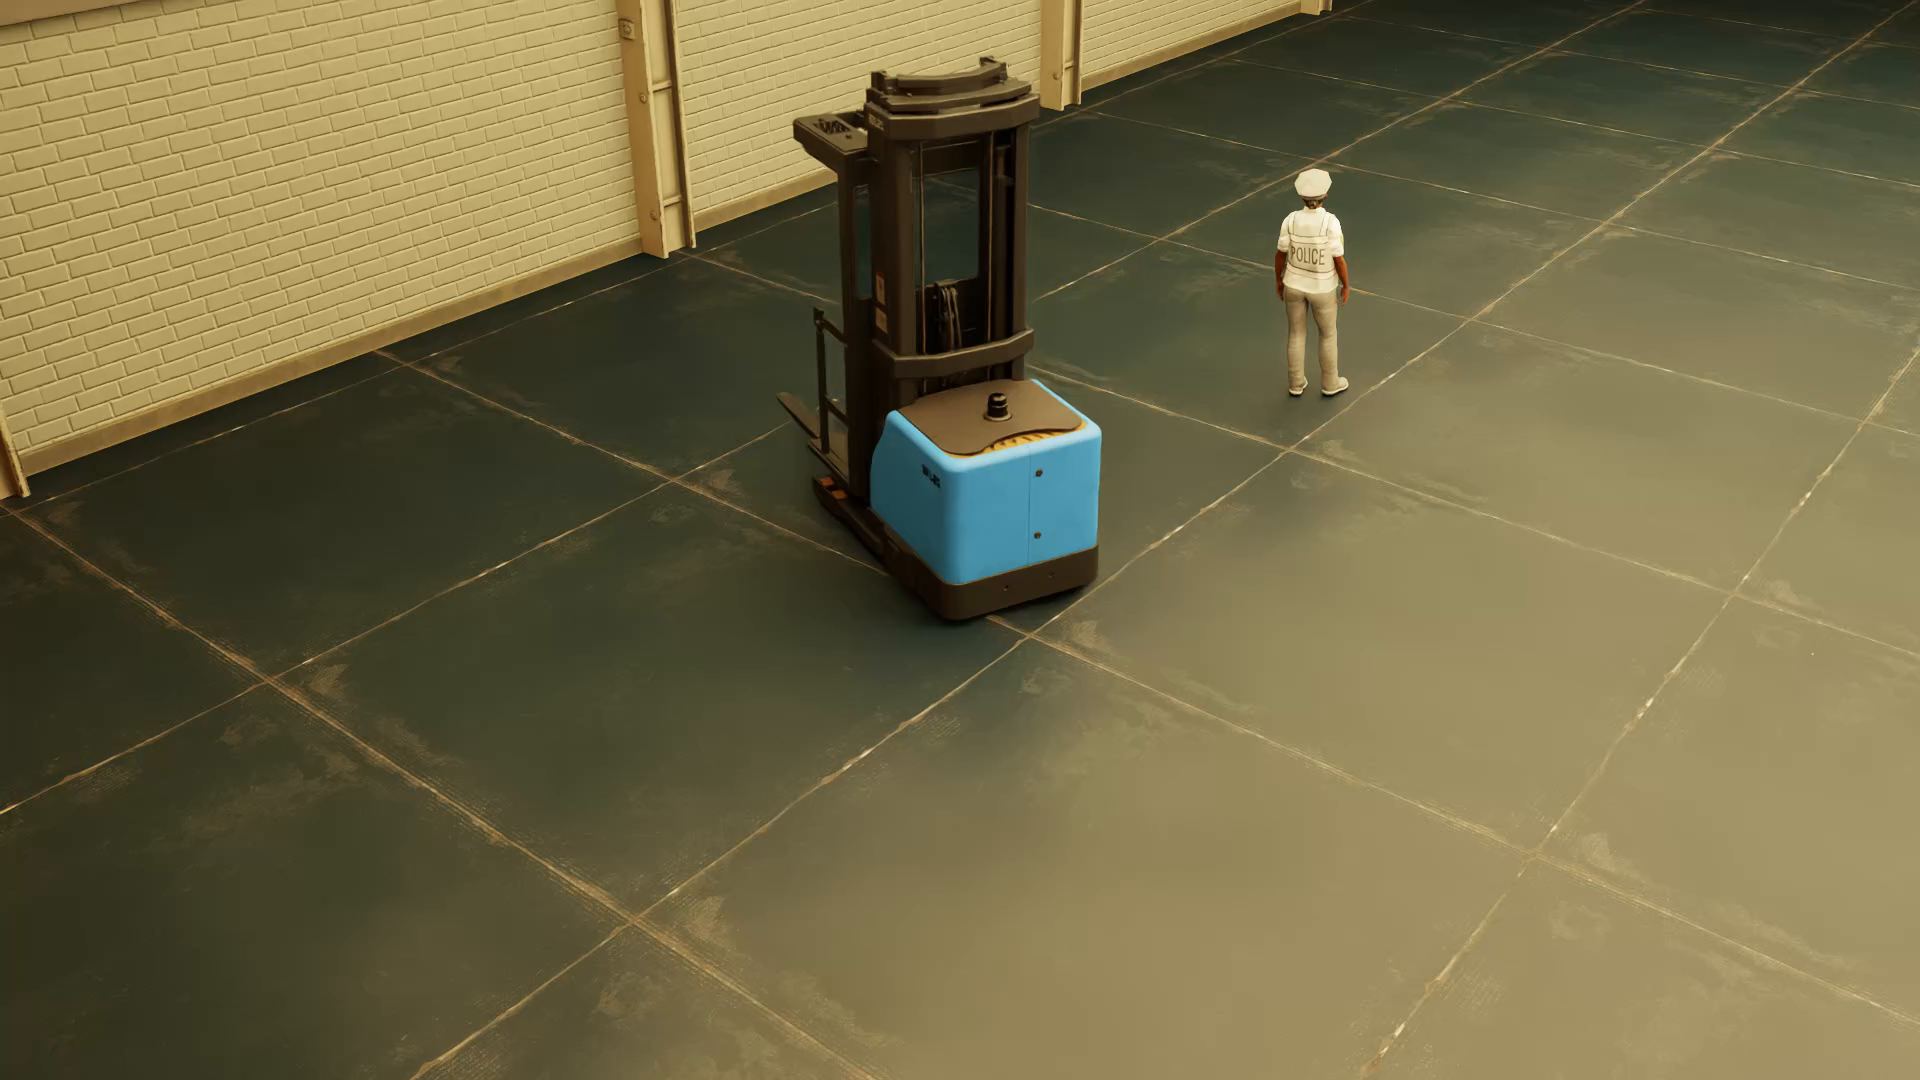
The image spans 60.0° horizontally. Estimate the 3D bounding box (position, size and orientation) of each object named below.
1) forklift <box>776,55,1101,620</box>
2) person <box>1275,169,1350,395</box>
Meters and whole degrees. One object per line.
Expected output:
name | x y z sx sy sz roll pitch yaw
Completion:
forklift | -0.310 -1.521 10.198 1.130 2.935 3.031 -15 33 -24
person | 2.556 -1.848 11.969 0.570 1.695 0.530 15 33 24
